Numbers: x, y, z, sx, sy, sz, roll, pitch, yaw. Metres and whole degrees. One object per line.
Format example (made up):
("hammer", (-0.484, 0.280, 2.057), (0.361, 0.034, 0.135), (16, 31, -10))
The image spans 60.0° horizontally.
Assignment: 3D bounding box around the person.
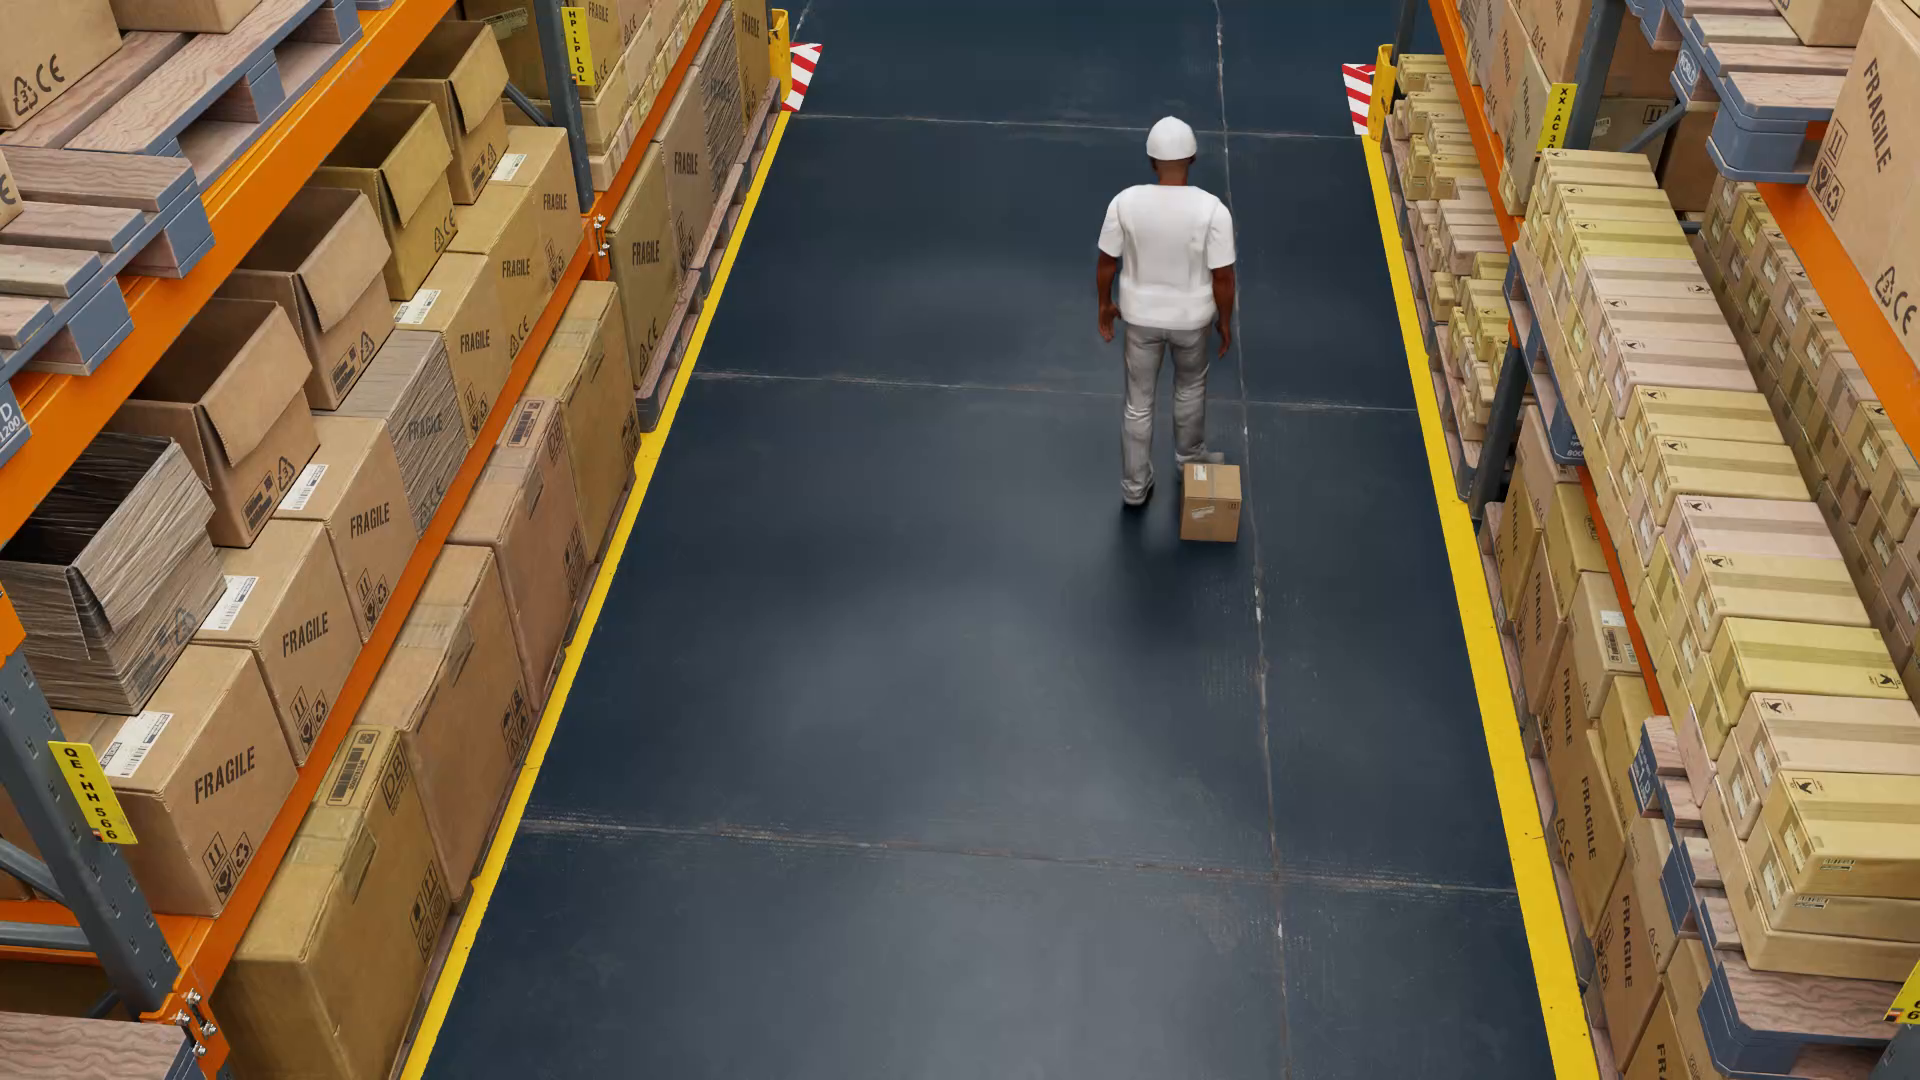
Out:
("person", (0.905, -0.953, 7.299), (0.655, 1.813, 0.568), (8, 41, 10))
